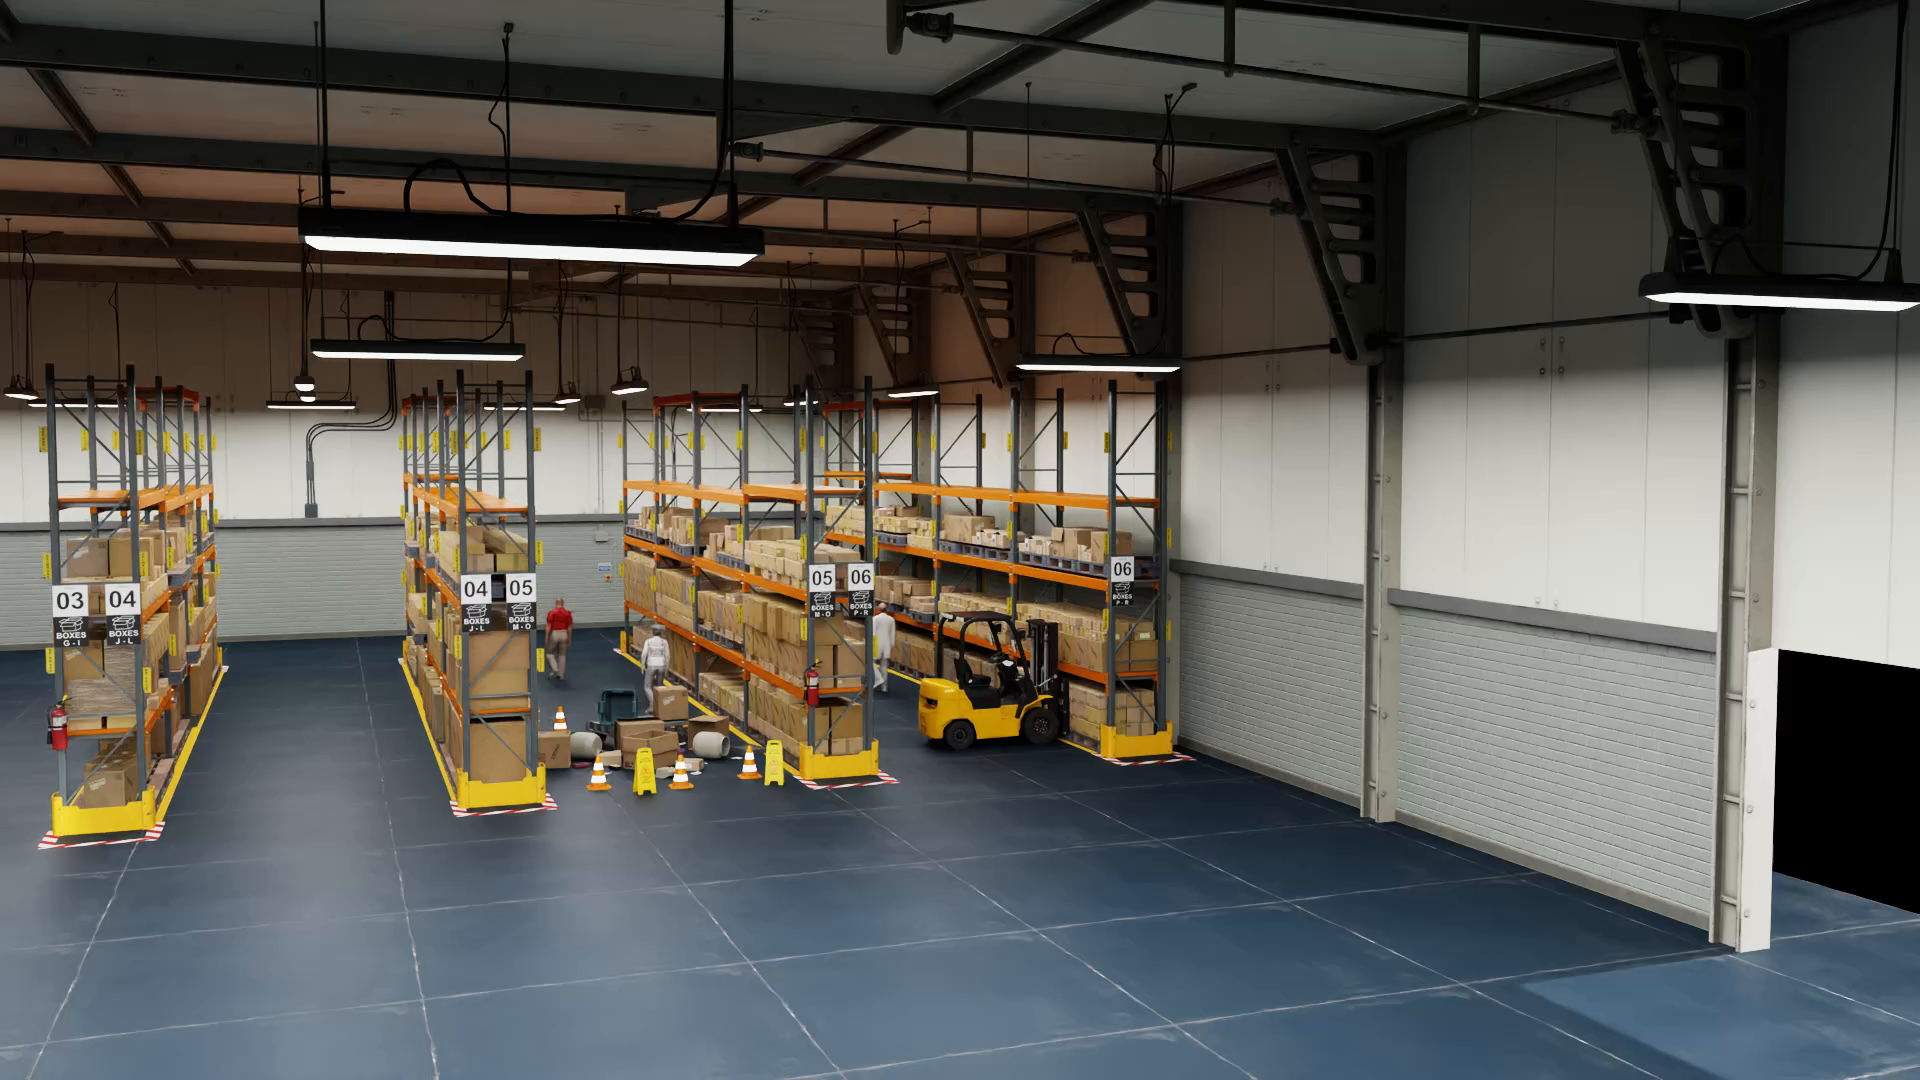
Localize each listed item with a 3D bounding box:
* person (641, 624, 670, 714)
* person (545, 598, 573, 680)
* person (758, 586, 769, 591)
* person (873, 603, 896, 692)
[{"bbox_3d":[-5.595,2.392,30.621,0.538,1.655,0.589,-1,3,-17],"label":"person"},{"bbox_3d":[-8.459,2.082,35.055,0.582,1.726,0.435,-1,4,-23],"label":"person"},{"bbox_3d":[-4.966,1.748,41.856,0.985,1.632,0.497,-3,4,-37],"label":"person"},{"bbox_3d":[-1.584,2.150,33.410,0.629,1.779,0.504,-2,4,-26],"label":"person"}]
